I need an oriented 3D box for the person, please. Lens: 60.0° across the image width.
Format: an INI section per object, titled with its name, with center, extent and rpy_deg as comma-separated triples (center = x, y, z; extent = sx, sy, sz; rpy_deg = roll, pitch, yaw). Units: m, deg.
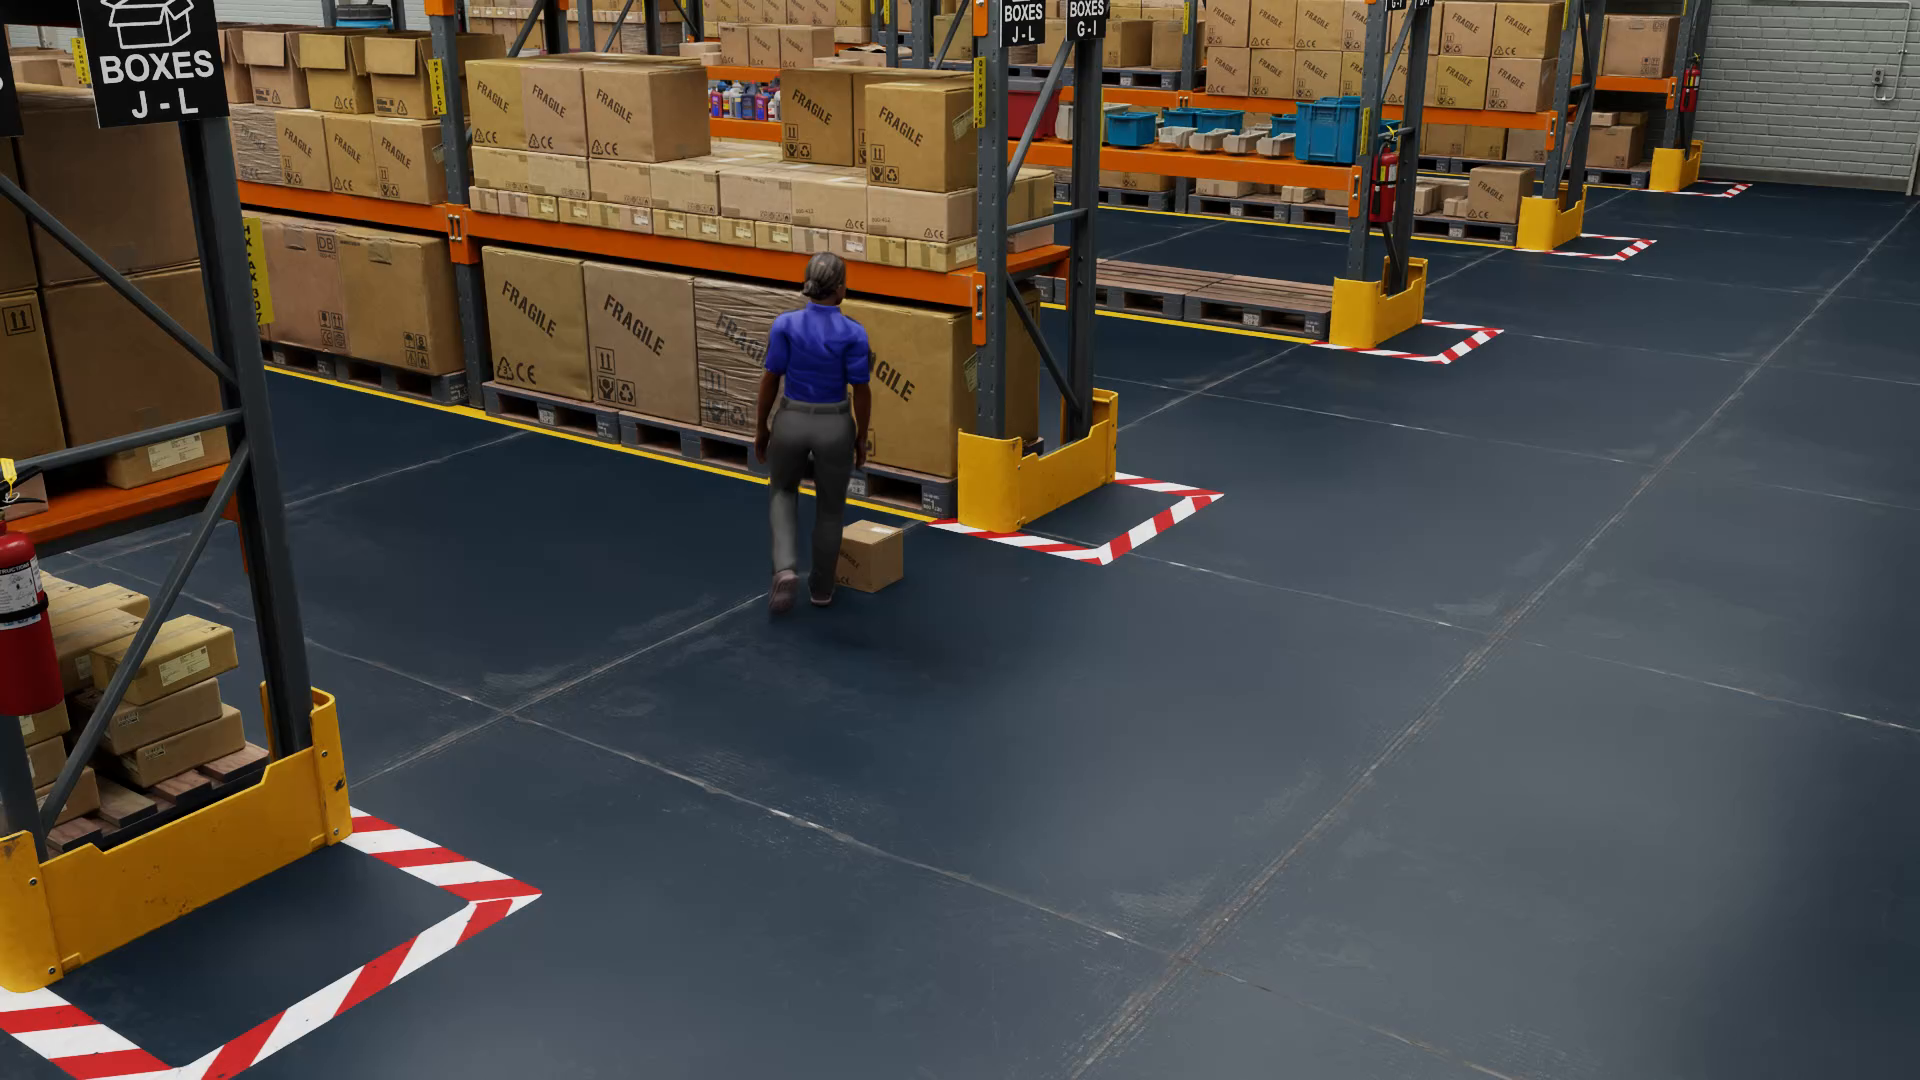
[person]
center = -0.638, -0.470, 7.361
extent = 0.531, 1.655, 0.531
rpy_deg = 1, 20, 2
